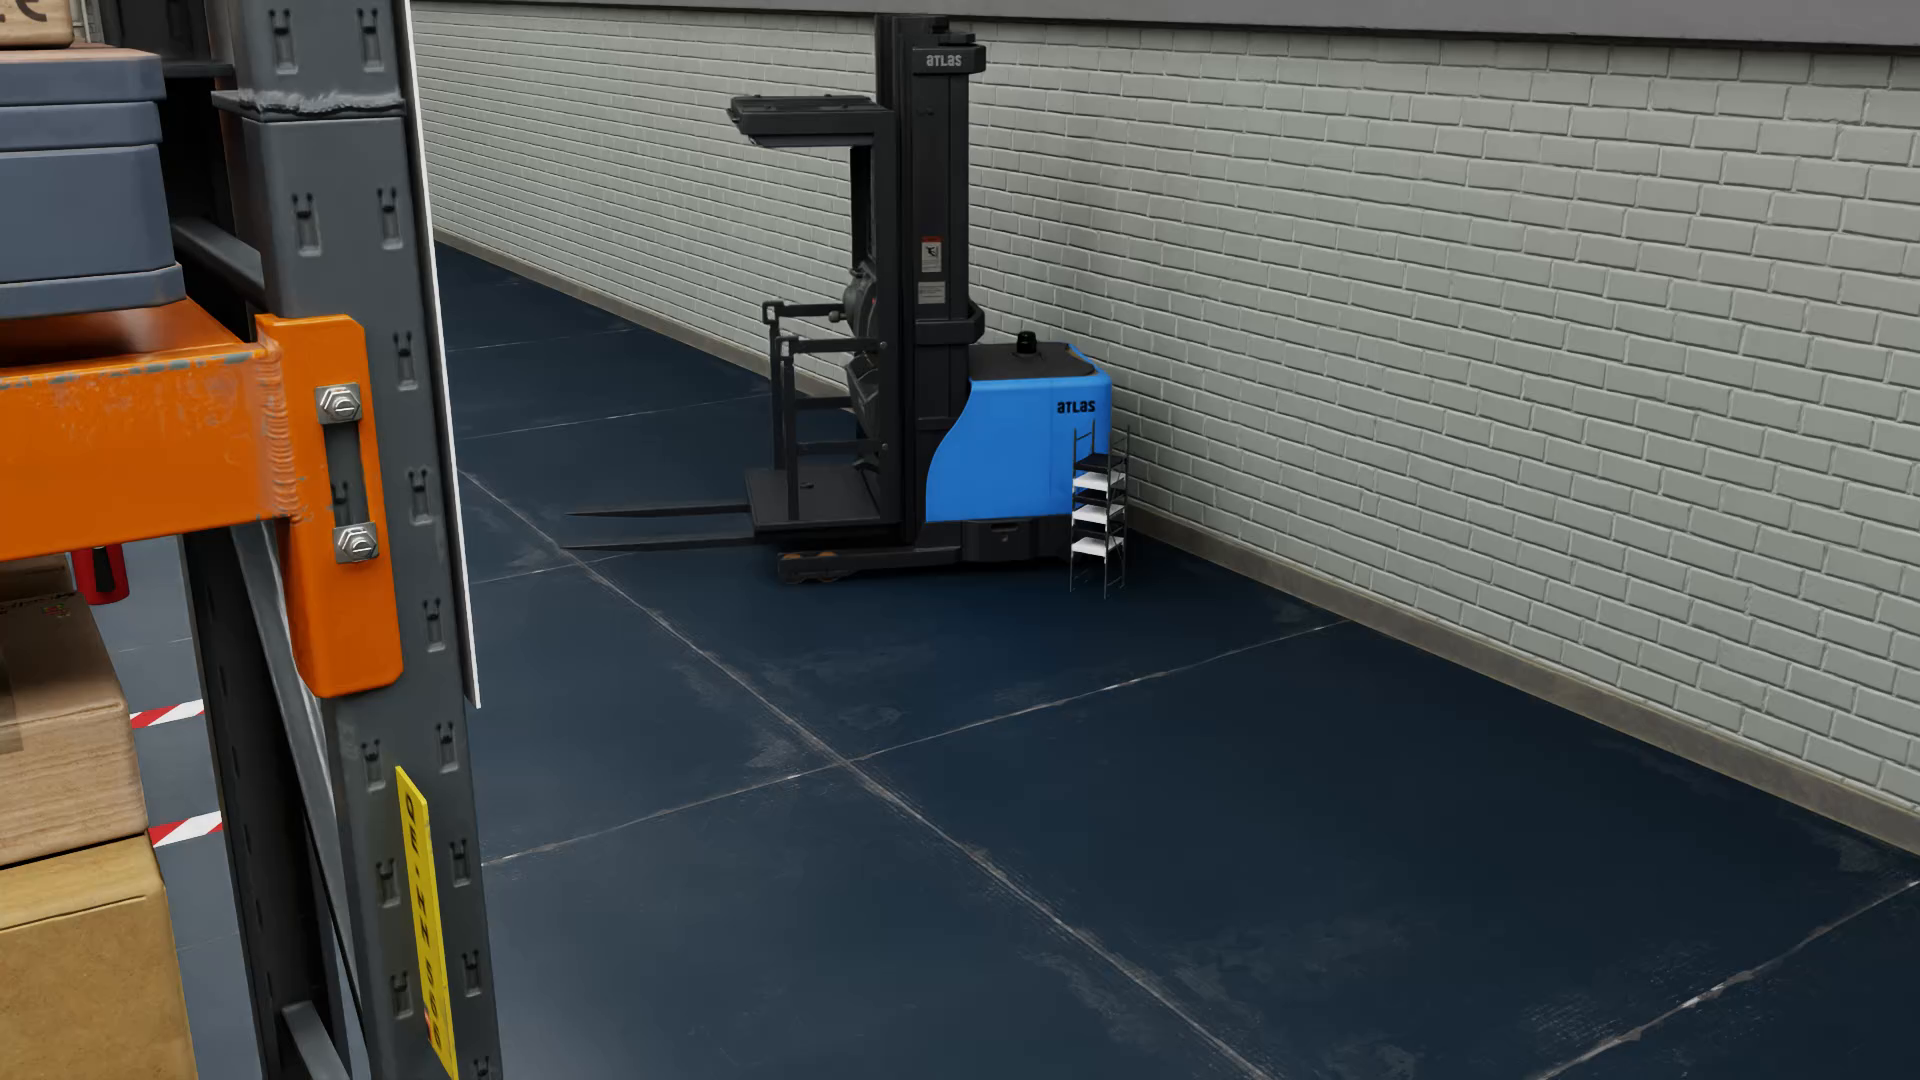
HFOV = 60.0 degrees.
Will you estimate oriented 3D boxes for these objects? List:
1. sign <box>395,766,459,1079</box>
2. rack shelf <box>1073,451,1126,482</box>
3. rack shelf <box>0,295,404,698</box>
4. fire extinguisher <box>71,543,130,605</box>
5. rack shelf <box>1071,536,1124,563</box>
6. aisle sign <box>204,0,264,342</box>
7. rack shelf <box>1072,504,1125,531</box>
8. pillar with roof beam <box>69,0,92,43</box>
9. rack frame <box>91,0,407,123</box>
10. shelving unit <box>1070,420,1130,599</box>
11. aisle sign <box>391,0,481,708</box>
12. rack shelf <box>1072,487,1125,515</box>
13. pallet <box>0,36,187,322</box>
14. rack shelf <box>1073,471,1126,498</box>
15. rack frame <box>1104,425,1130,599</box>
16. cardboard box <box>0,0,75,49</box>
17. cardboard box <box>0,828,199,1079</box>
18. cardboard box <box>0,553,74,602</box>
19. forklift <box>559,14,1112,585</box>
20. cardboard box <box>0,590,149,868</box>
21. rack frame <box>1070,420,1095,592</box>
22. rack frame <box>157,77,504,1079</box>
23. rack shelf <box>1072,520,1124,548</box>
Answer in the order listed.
[{"bbox_3d":[-0.549,0.396,1.712,0.005,0.325,0.100,-12,22,-31],"label":"sign"},{"bbox_3d":[0.741,-0.387,8.747,0.200,0.077,0.258,11,21,29],"label":"rack shelf"},{"bbox_3d":[-2.506,0.181,0.964,4.000,0.370,1.077,-12,22,-31],"label":"rack shelf"},{"bbox_3d":[-3.179,-0.105,6.073,0.183,0.674,0.296,-12,22,-31],"label":"fire extinguisher"},{"bbox_3d":[0.741,0.039,8.891,0.200,0.077,0.258,11,21,29],"label":"rack shelf"},{"bbox_3d":[-0.935,-0.412,2.222,0.004,0.787,0.394,-12,22,-31],"label":"aisle sign"},{"bbox_3d":[0.741,-0.132,8.833,0.200,0.077,0.258,11,21,29],"label":"rack shelf"},{"bbox_3d":[-10.312,-8.114,19.693,0.400,9.000,9.100,-12,22,-31],"label":"pillar with roof beam"},{"bbox_3d":[-0.836,-1.933,1.411,0.127,3.000,1.000,-12,22,-31],"label":"rack frame"},{"bbox_3d":[0.741,-0.163,8.822,0.210,0.900,0.258,11,21,29],"label":"shelving unit"},{"bbox_3d":[-0.605,-0.252,1.747,0.004,0.787,0.394,-12,22,-31],"label":"aisle sign"},{"bbox_3d":[0.741,-0.217,8.804,0.200,0.077,0.258,11,21,29],"label":"rack shelf"},{"bbox_3d":[-1.450,-0.336,1.510,1.213,0.211,1.003,-12,22,-31],"label":"pallet"},{"bbox_3d":[0.741,-0.302,8.775,0.200,0.077,0.258,11,21,29],"label":"rack shelf"},{"bbox_3d":[0.829,-0.147,8.773,0.006,0.900,0.240,11,21,29],"label":"rack frame"},{"bbox_3d":[-1.162,-0.584,1.526,0.500,0.250,0.500,-14,23,-36],"label":"cardboard box"},{"bbox_3d":[-1.108,0.537,1.756,0.500,0.500,0.500,-11,22,-30],"label":"cardboard box"},{"bbox_3d":[-1.285,0.069,2.125,0.250,0.149,0.380,-11,22,-30],"label":"cardboard box"},{"bbox_3d":[-0.723,-1.328,9.095,3.031,2.935,1.130,-3,19,-10],"label":"forklift"},{"bbox_3d":[-1.026,0.198,1.746,0.250,0.149,0.380,-12,22,-31],"label":"cardboard box"},{"bbox_3d":[0.654,-0.180,8.871,0.006,0.900,0.240,11,21,29],"label":"rack frame"},{"bbox_3d":[-0.836,0.909,2.371,0.127,3.000,1.000,-12,22,-31],"label":"rack frame"},{"bbox_3d":[0.741,-0.046,8.862,0.200,0.077,0.258,11,21,29],"label":"rack shelf"}]
